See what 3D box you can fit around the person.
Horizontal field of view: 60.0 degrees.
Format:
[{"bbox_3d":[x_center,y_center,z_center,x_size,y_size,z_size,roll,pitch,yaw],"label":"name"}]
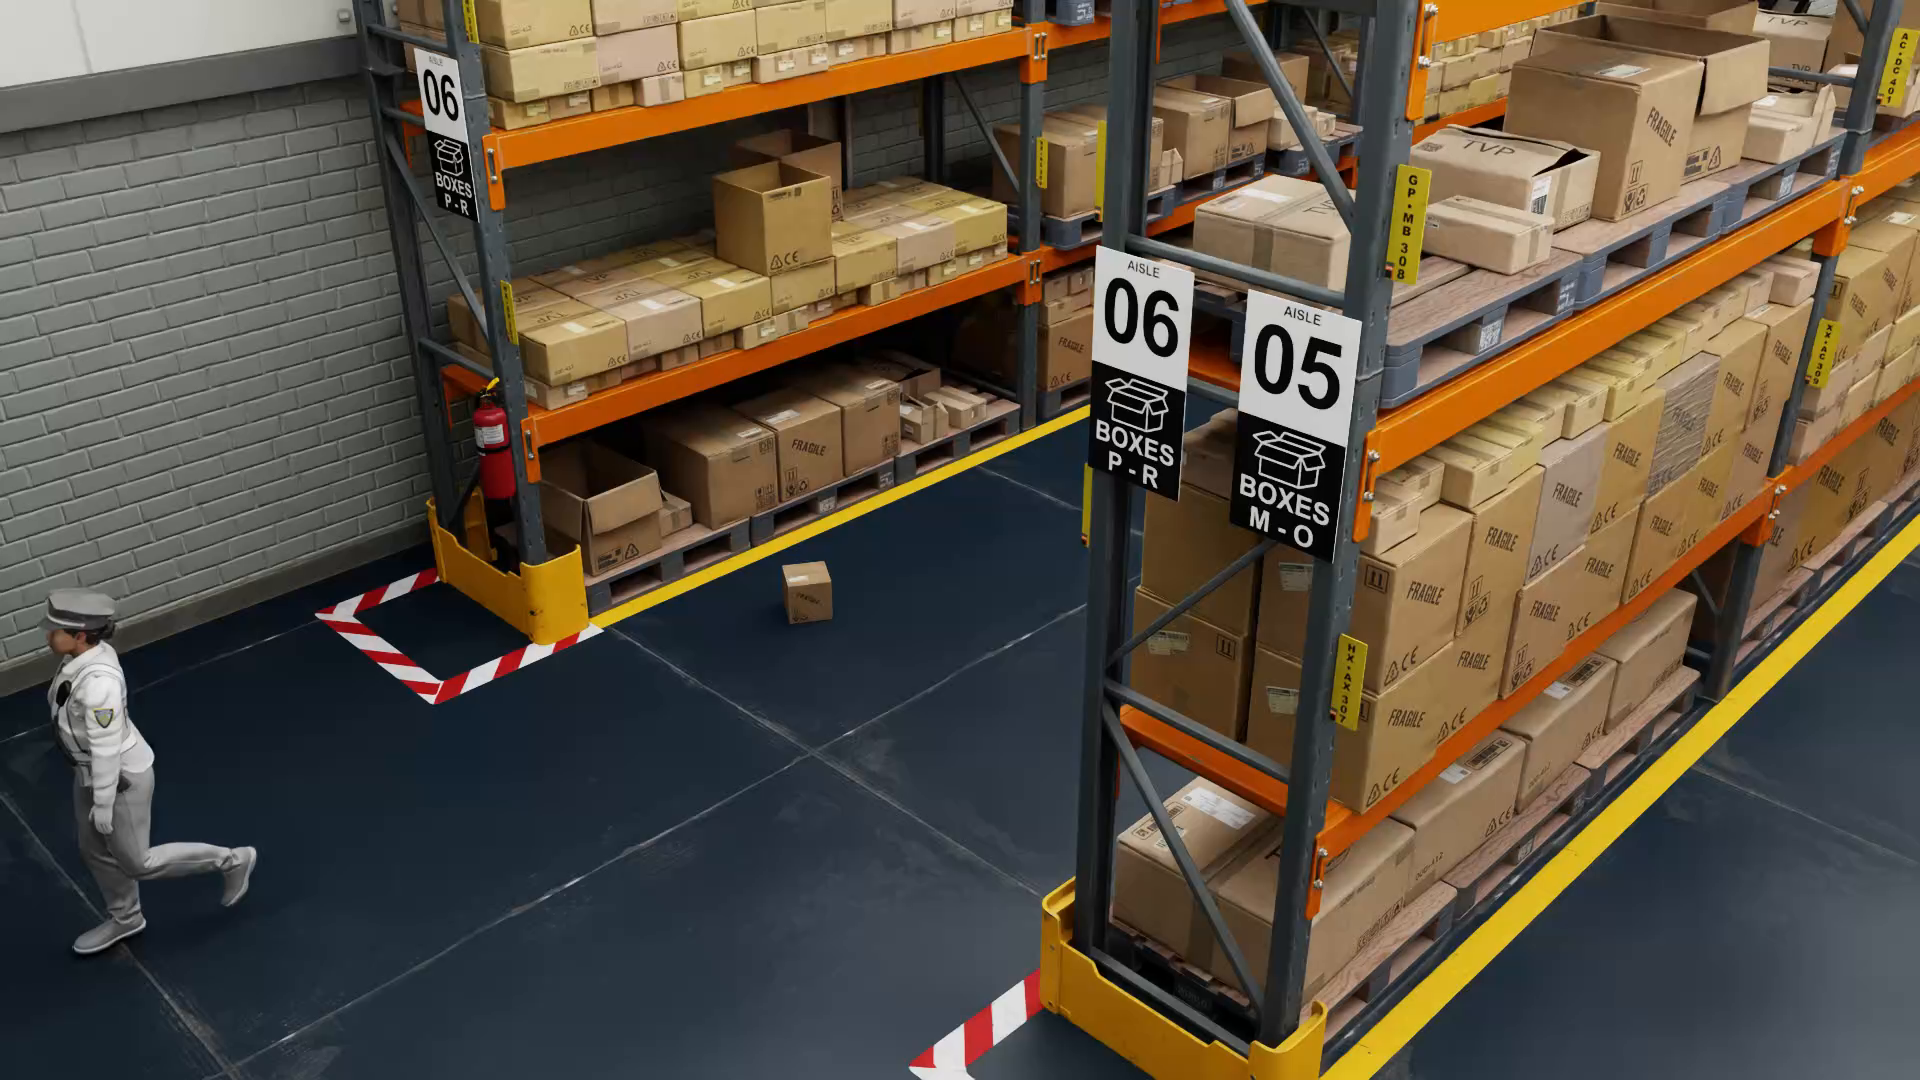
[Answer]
[{"bbox_3d":[-3.409,0.931,6.810,0.754,1.667,0.473,-19,33,-32],"label":"person"}]
